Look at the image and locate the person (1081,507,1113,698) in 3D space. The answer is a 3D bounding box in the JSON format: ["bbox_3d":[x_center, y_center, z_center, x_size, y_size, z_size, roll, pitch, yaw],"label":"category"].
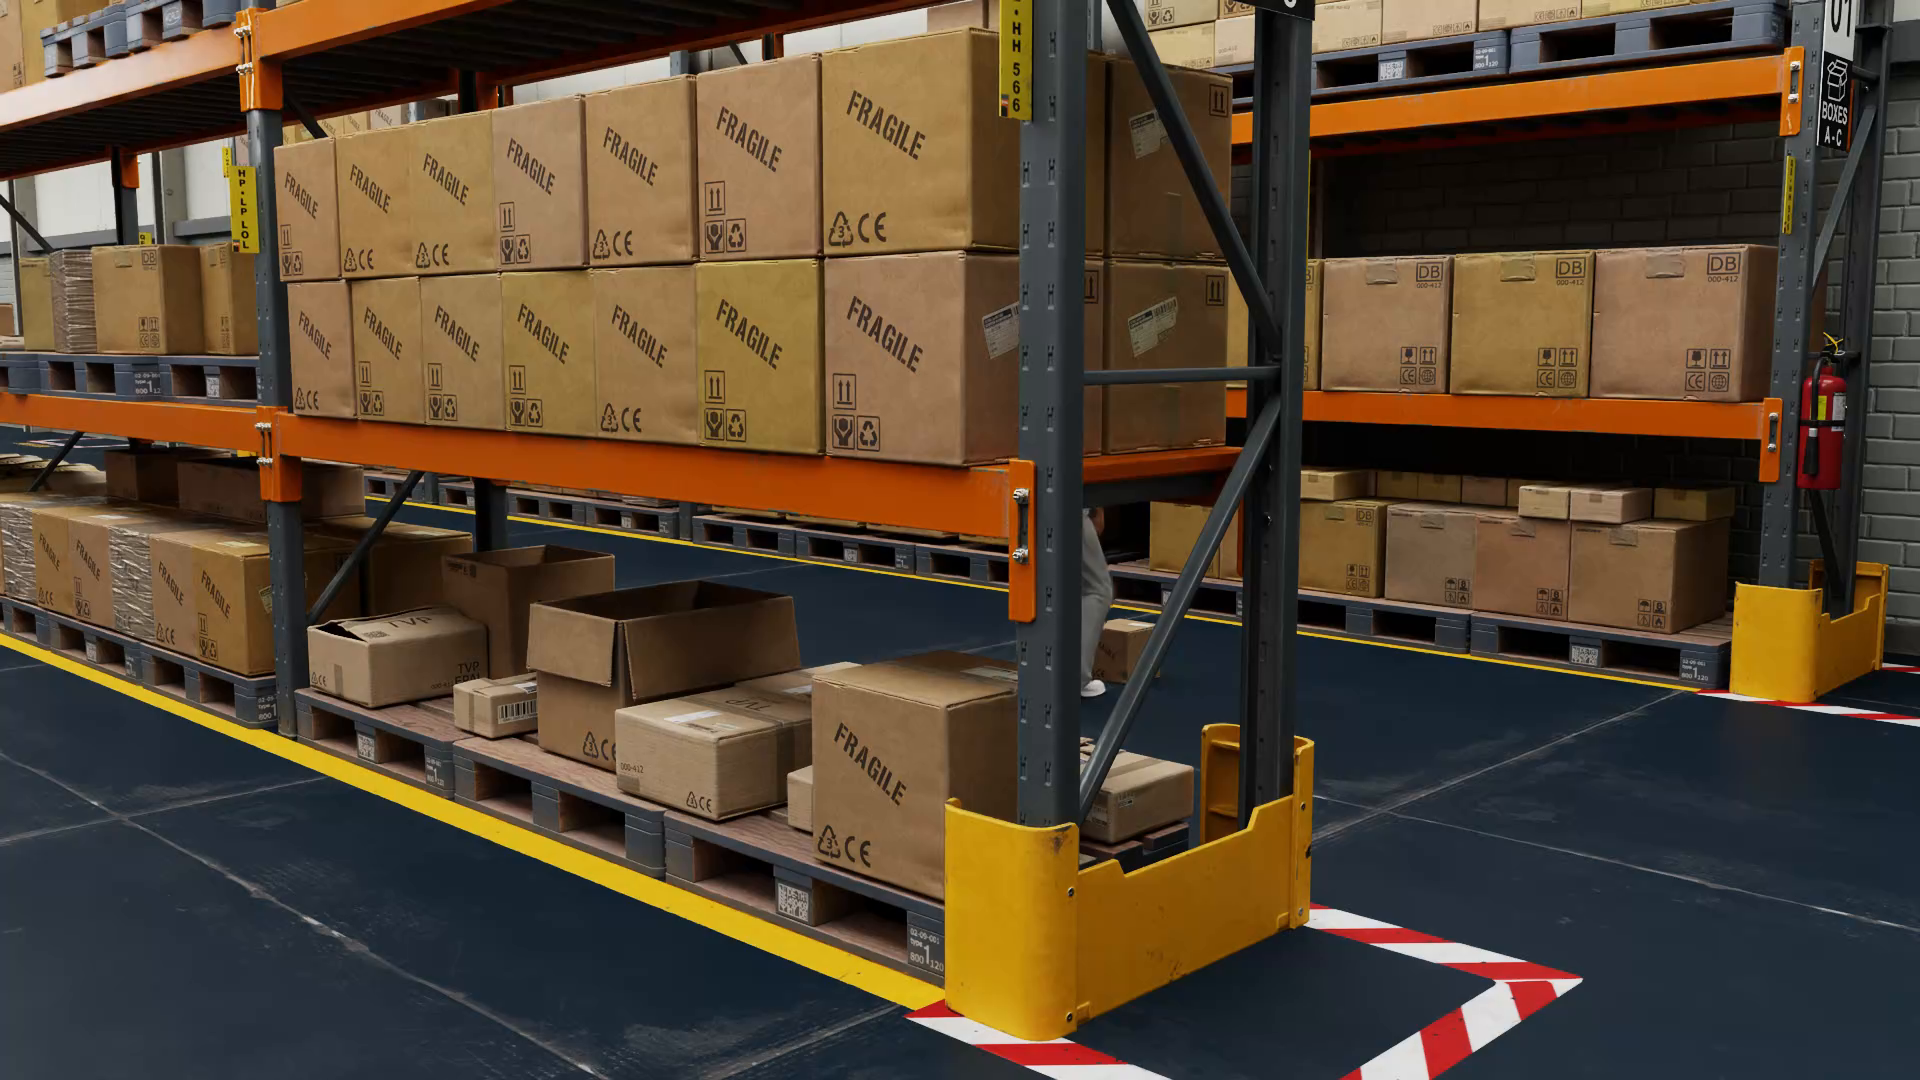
[{"bbox_3d":[0.440,-0.104,7.430,0.426,1.603,0.468,-7,10,-44],"label":"person"}]
